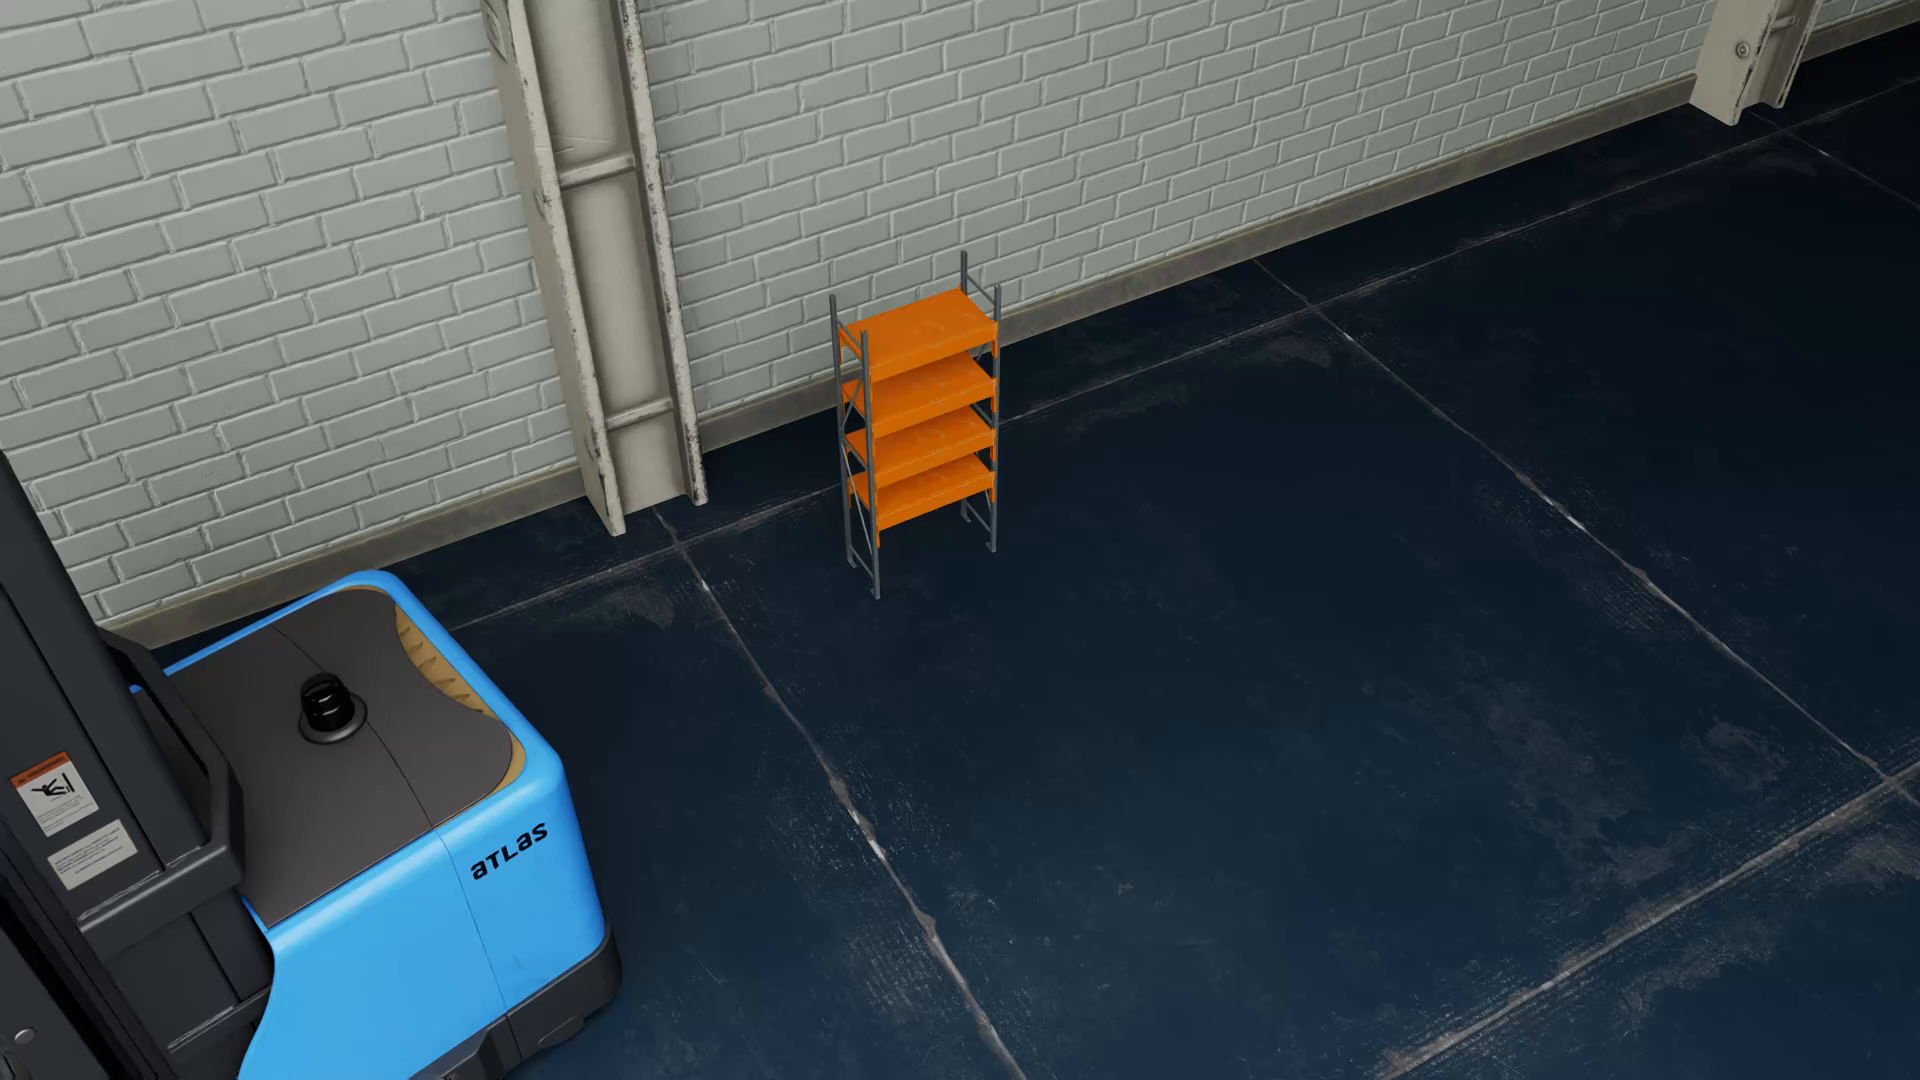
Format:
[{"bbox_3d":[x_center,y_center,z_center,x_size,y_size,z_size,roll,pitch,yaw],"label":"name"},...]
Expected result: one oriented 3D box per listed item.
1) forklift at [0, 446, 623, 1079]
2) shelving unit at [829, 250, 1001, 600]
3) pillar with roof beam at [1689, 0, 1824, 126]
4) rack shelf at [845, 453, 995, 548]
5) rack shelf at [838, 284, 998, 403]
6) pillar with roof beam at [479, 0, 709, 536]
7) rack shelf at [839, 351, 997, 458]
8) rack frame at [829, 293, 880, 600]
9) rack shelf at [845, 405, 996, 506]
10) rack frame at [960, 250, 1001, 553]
[{"bbox_3d":[-2.418,0.708,3.416,3.031,2.935,1.130,-32,52,-28],"label":"forklift"},{"bbox_3d":[-0.144,-0.373,5.773,0.503,1.200,0.258,-22,48,-21],"label":"shelving unit"},{"bbox_3d":[6.134,-2.884,2.761,0.400,9.000,9.100,-22,48,-21],"label":"pillar with roof beam"},{"bbox_3d":[-0.144,-0.182,5.958,0.480,0.148,0.258,-22,48,-21],"label":"rack shelf"},{"bbox_3d":[-0.144,-0.655,5.499,0.480,0.148,0.258,-22,48,-21],"label":"rack shelf"},{"bbox_3d":[0.932,-0.803,0.616,0.400,9.000,9.100,-22,48,-21],"label":"pillar with roof beam"},{"bbox_3d":[-0.144,-0.485,5.664,0.480,0.148,0.258,-22,48,-21],"label":"rack shelf"},{"bbox_3d":[-0.355,-0.288,5.686,0.015,1.200,0.240,-22,48,-21],"label":"rack frame"},{"bbox_3d":[-0.144,-0.325,5.820,0.480,0.148,0.258,-22,48,-21],"label":"rack shelf"},{"bbox_3d":[0.068,-0.458,5.860,0.015,1.200,0.240,-22,48,-21],"label":"rack frame"}]
